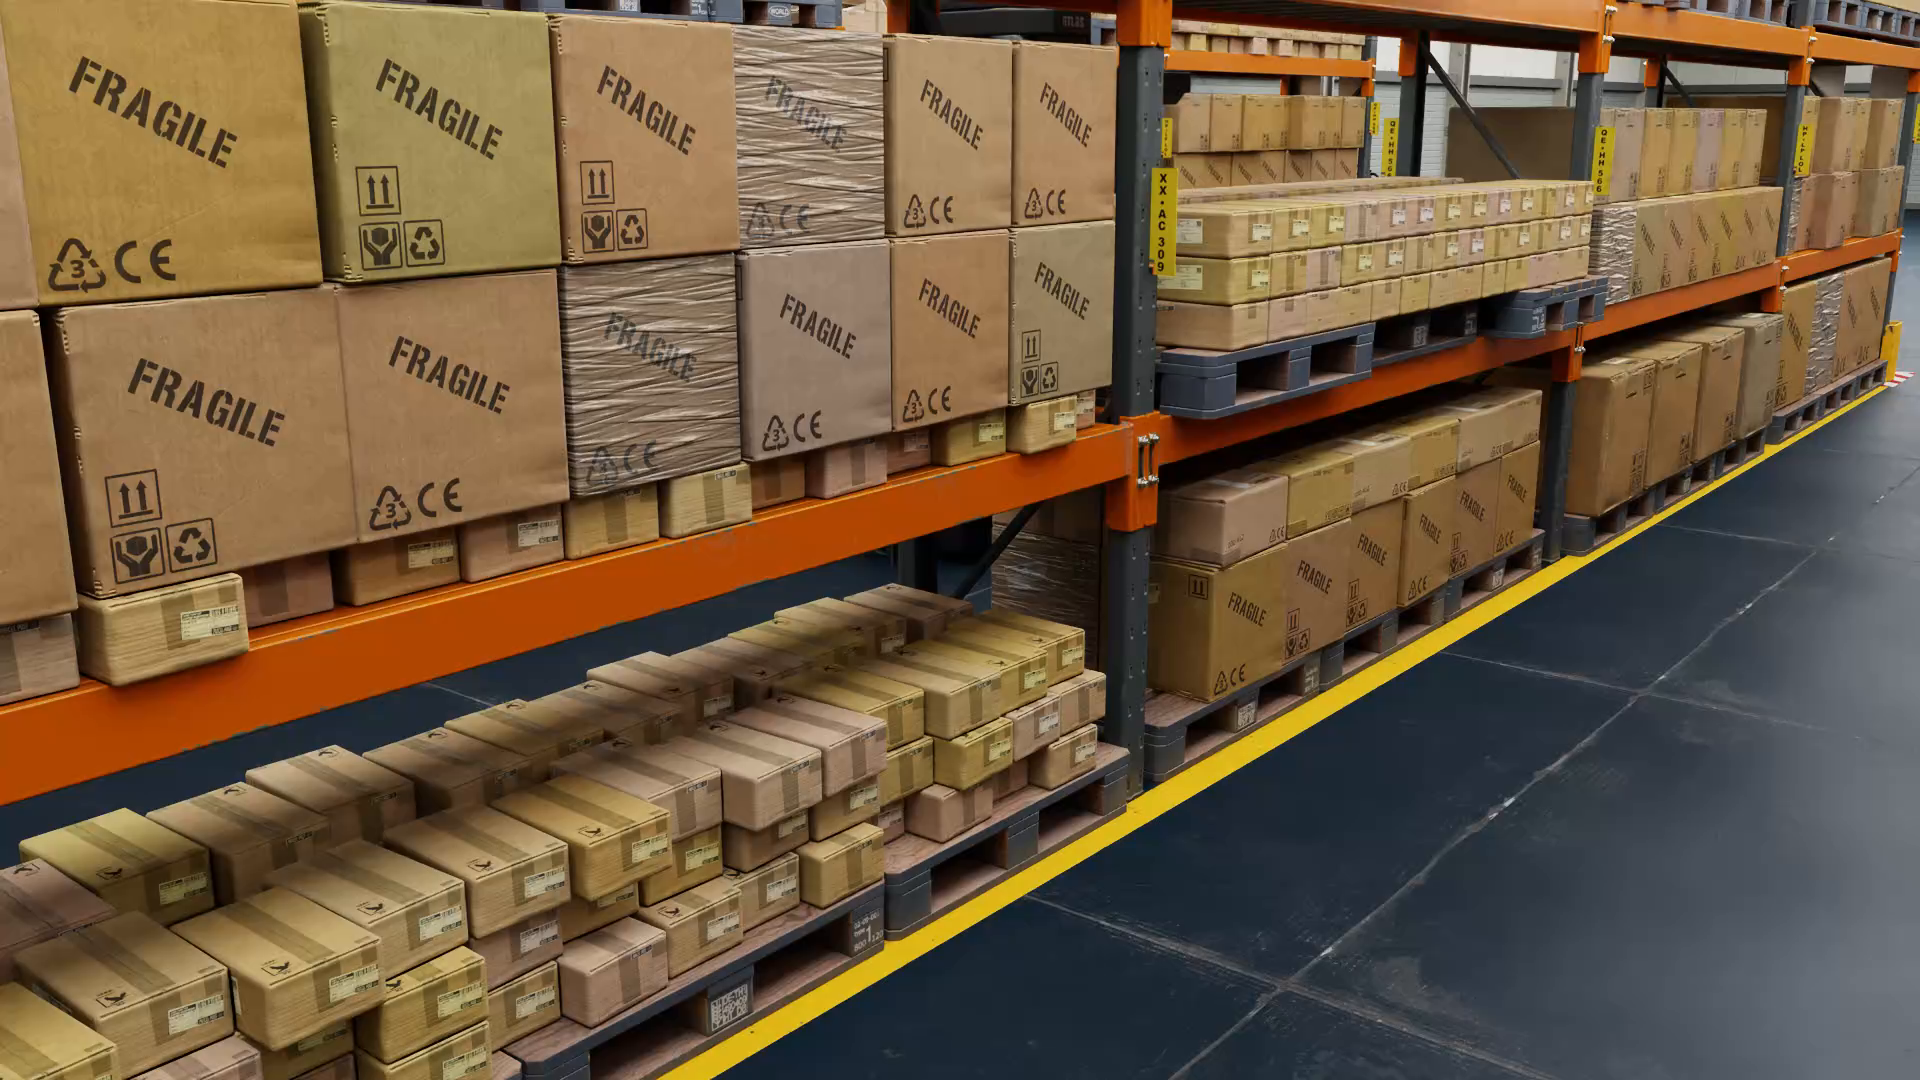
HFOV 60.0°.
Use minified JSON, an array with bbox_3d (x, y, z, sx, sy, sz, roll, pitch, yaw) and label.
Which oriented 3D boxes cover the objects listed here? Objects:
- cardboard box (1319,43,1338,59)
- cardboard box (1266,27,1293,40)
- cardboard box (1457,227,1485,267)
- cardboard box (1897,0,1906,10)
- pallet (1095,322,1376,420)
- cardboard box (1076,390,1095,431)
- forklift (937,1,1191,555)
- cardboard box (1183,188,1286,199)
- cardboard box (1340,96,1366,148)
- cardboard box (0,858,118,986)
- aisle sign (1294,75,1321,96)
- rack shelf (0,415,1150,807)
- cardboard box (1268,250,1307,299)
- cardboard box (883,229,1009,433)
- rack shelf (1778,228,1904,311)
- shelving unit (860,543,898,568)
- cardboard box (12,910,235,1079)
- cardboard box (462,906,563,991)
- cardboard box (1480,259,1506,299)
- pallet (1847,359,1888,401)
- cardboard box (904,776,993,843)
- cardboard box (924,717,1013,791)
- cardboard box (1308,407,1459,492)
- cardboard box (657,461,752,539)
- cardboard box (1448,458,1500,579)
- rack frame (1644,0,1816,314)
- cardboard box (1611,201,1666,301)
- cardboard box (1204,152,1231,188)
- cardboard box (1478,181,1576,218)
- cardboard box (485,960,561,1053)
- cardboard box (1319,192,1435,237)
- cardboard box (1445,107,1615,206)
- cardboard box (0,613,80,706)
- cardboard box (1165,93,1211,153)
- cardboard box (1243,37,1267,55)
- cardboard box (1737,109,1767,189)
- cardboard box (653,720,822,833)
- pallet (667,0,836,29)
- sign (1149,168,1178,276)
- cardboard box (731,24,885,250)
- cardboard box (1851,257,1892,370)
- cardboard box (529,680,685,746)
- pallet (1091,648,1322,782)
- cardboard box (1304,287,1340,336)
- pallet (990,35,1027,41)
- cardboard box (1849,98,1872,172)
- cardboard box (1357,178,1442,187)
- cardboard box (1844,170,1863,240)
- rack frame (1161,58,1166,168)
[{"bbox_3d":[3.497,-4.815,16.401,0.380,0.149,0.250,12,19,39],"label":"cardboard box"},{"bbox_3d":[2.762,-4.785,15.474,0.500,0.250,0.500,11,18,38],"label":"cardboard box"},{"bbox_3d":[1.949,-1.227,6.915,0.380,0.149,0.250,12,18,39],"label":"cardboard box"},{"bbox_3d":[7.157,-4.219,13.000,0.380,0.149,0.250,11,18,37],"label":"cardboard box"},{"bbox_3d":[0.794,-0.679,6.092,1.003,0.211,1.213,11,18,38],"label":"pallet"},{"bbox_3d":[0.203,-0.435,5.254,0.380,0.149,0.250,11,18,37],"label":"cardboard box"},{"bbox_3d":[0.609,-1.638,9.616,1.130,2.935,3.031,12,19,39],"label":"forklift"},{"bbox_3d":[1.120,-1.374,6.890,0.380,0.149,0.250,10,18,35],"label":"cardboard box"},{"bbox_3d":[3.677,-4.238,16.876,0.700,0.500,0.500,11,18,36],"label":"cardboard box"},{"bbox_3d":[-1.976,0.828,3.499,0.380,0.149,0.250,12,18,39],"label":"cardboard box"},{"bbox_3d":[3.626,-5.012,17.482,0.394,0.787,0.004,11,18,38],"label":"aisle sign"},{"bbox_3d":[-1.057,0.084,4.161,1.077,0.370,4.000,11,18,38],"label":"rack shelf"},{"bbox_3d":[0.967,-0.928,5.737,0.380,0.149,0.250,11,18,36],"label":"cardboard box"},{"bbox_3d":[-0.211,-0.605,4.604,0.500,0.500,0.500,11,18,36],"label":"cardboard box"},{"bbox_3d":[6.485,-2.214,13.208,1.077,0.370,4.000,11,18,38],"label":"rack shelf"},{"bbox_3d":[-0.367,-0.332,8.604,0.258,0.900,0.210,12,19,39],"label":"shelving unit"},{"bbox_3d":[-1.641,0.889,3.260,0.380,0.149,0.250,12,18,39],"label":"cardboard box"},{"bbox_3d":[-1.145,0.890,3.862,0.380,0.149,0.250,10,17,35],"label":"cardboard box"},{"bbox_3d":[2.115,-1.134,7.154,0.380,0.149,0.250,10,18,35],"label":"cardboard box"},{"bbox_3d":[7.301,-1.429,14.320,1.003,0.211,1.213,11,18,38],"label":"pallet"},{"bbox_3d":[-0.126,0.756,4.993,0.380,0.149,0.250,11,18,36],"label":"cardboard box"},{"bbox_3d":[-0.066,0.604,4.988,0.380,0.149,0.250,10,18,36],"label":"cardboard box"},{"bbox_3d":[1.848,-0.404,7.324,0.500,0.250,0.500,12,18,39],"label":"cardboard box"},{"bbox_3d":[-0.724,-0.125,4.031,0.380,0.149,0.250,12,18,39],"label":"cardboard box"},{"bbox_3d":[2.175,-0.140,7.808,0.500,0.500,0.500,12,19,40],"label":"cardboard box"},{"bbox_3d":[5.228,-2.180,11.611,1.000,3.000,0.127,11,18,38],"label":"rack frame"},{"bbox_3d":[3.524,-1.604,9.143,0.500,0.500,0.500,11,18,37],"label":"cardboard box"},{"bbox_3d":[2.105,-3.260,15.056,0.500,0.500,0.500,11,18,37],"label":"cardboard box"},{"bbox_3d":[2.603,-1.571,7.665,0.380,0.149,0.250,11,18,37],"label":"cardboard box"},{"bbox_3d":[-1.152,1.039,3.879,0.380,0.149,0.250,11,18,38],"label":"cardboard box"},{"bbox_3d":[1.617,-1.270,6.479,0.380,0.149,0.250,12,19,40],"label":"cardboard box"},{"bbox_3d":[3.004,-2.031,8.793,0.700,0.500,0.500,11,18,37],"label":"cardboard box"},{"bbox_3d":[-1.727,0.174,2.858,0.380,0.149,0.250,12,19,40],"label":"cardboard box"},{"bbox_3d":[1.760,-3.654,14.578,0.700,0.500,0.500,11,18,37],"label":"cardboard box"},{"bbox_3d":[2.580,-4.514,15.216,0.380,0.149,0.250,11,18,36],"label":"cardboard box"},{"bbox_3d":[4.921,-2.617,11.098,0.700,0.500,0.500,11,18,37],"label":"cardboard box"},{"bbox_3d":[-0.584,0.612,4.352,0.380,0.149,0.250,10,18,36],"label":"cardboard box"},{"bbox_3d":[-1.563,-3.391,10.671,1.213,0.211,1.003,12,19,40],"label":"pallet"},{"bbox_3d":[0.627,-0.985,5.149,0.100,0.325,0.005,11,18,38],"label":"sign"},{"bbox_3d":[-0.538,-0.997,4.119,0.500,0.500,0.500,12,18,39],"label":"cardboard box"},{"bbox_3d":[7.367,-1.980,14.285,0.875,0.875,0.875,11,18,38],"label":"cardboard box"},{"bbox_3d":[-0.994,0.530,4.673,0.380,0.149,0.250,10,18,35],"label":"cardboard box"},{"bbox_3d":[0.688,0.554,6.512,1.003,0.211,1.213,11,18,38],"label":"pallet"},{"bbox_3d":[1.135,-0.835,5.975,0.380,0.149,0.250,11,18,38],"label":"cardboard box"},{"bbox_3d":[0.194,-3.988,13.020,1.213,0.211,1.003,11,18,38],"label":"pallet"},{"bbox_3d":[6.515,-3.149,12.930,0.875,0.550,0.500,11,18,38],"label":"cardboard box"},{"bbox_3d":[2.106,-1.674,8.067,0.380,0.149,0.250,11,18,36],"label":"cardboard box"},{"bbox_3d":[6.766,-2.744,13.528,0.875,0.550,0.550,11,18,38],"label":"cardboard box"},{"bbox_3d":[1.315,-2.926,14.551,1.000,3.000,0.127,11,18,38],"label":"rack frame"}]
